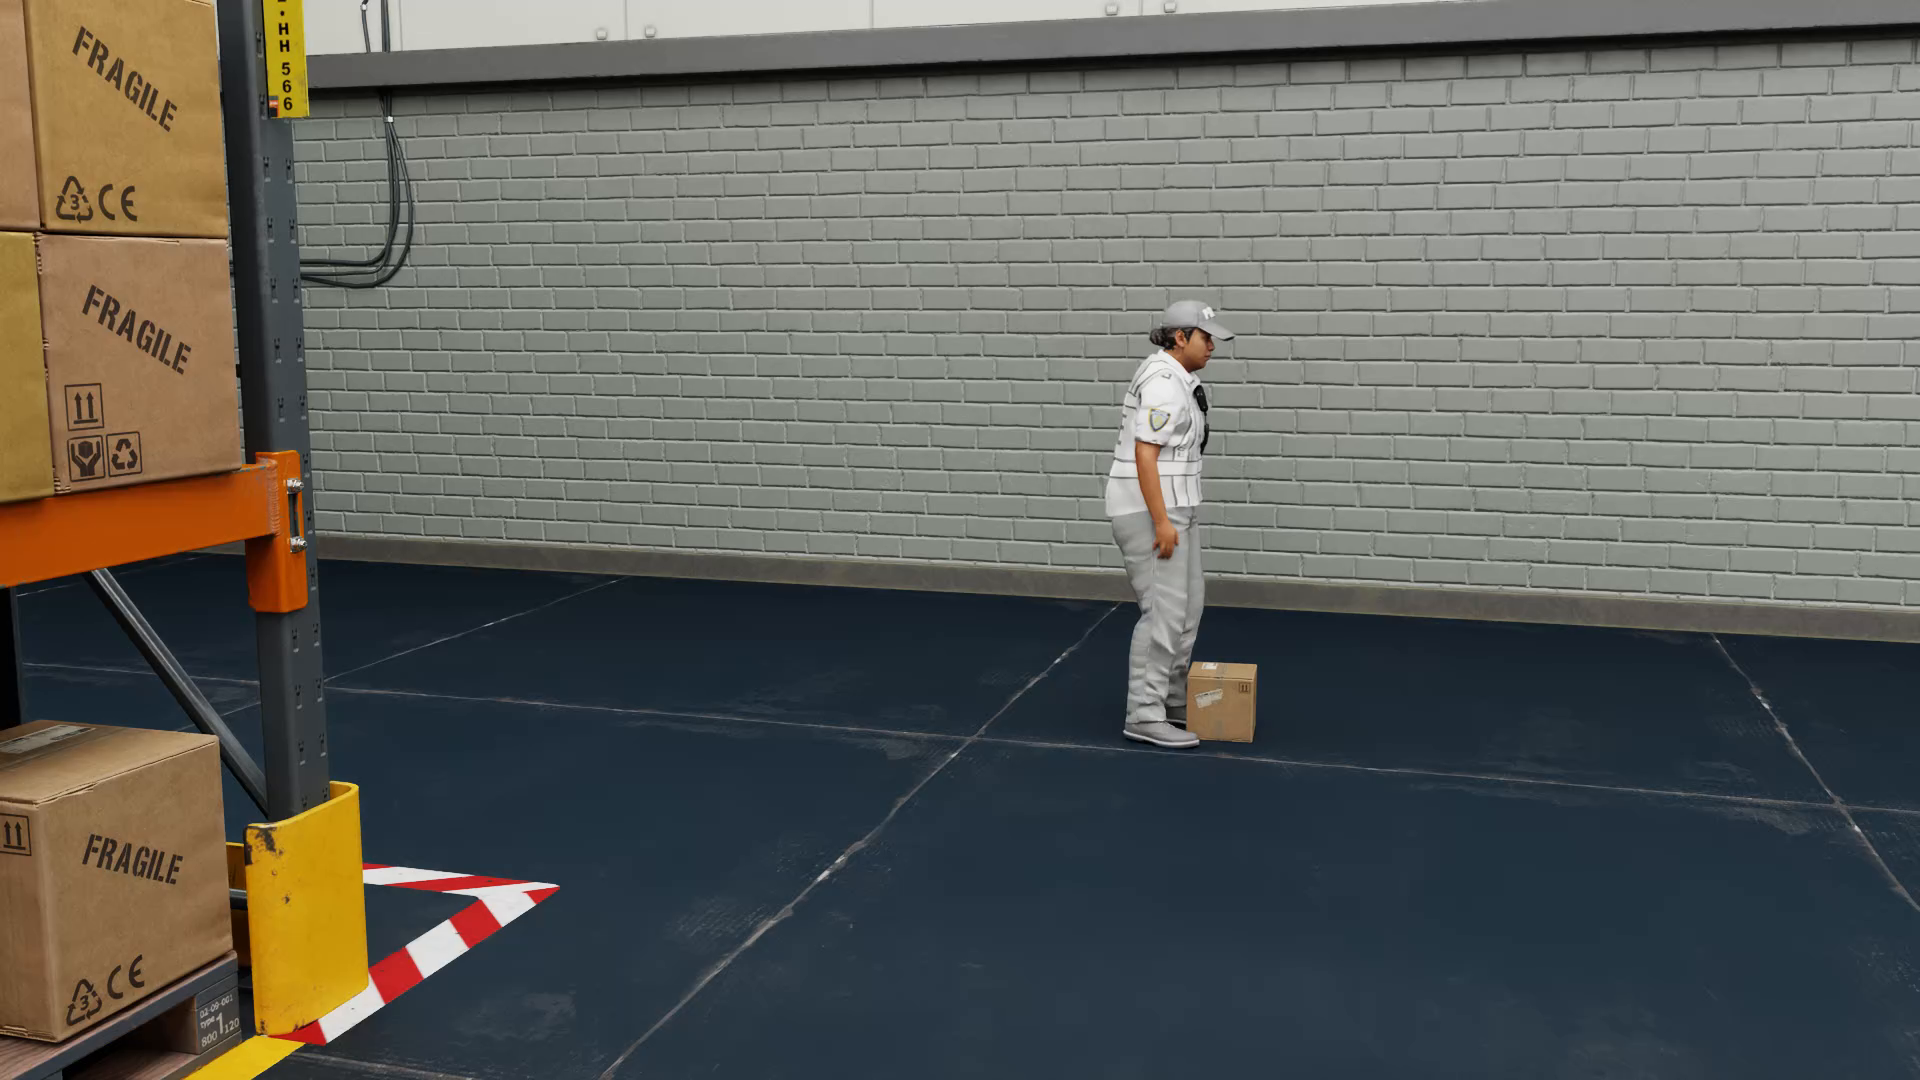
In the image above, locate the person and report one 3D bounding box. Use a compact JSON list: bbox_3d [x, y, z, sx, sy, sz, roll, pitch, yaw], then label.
[{"bbox_3d":[0.801,-0.082,6.370,0.469,1.666,0.542,2,9,16],"label":"person"}]
